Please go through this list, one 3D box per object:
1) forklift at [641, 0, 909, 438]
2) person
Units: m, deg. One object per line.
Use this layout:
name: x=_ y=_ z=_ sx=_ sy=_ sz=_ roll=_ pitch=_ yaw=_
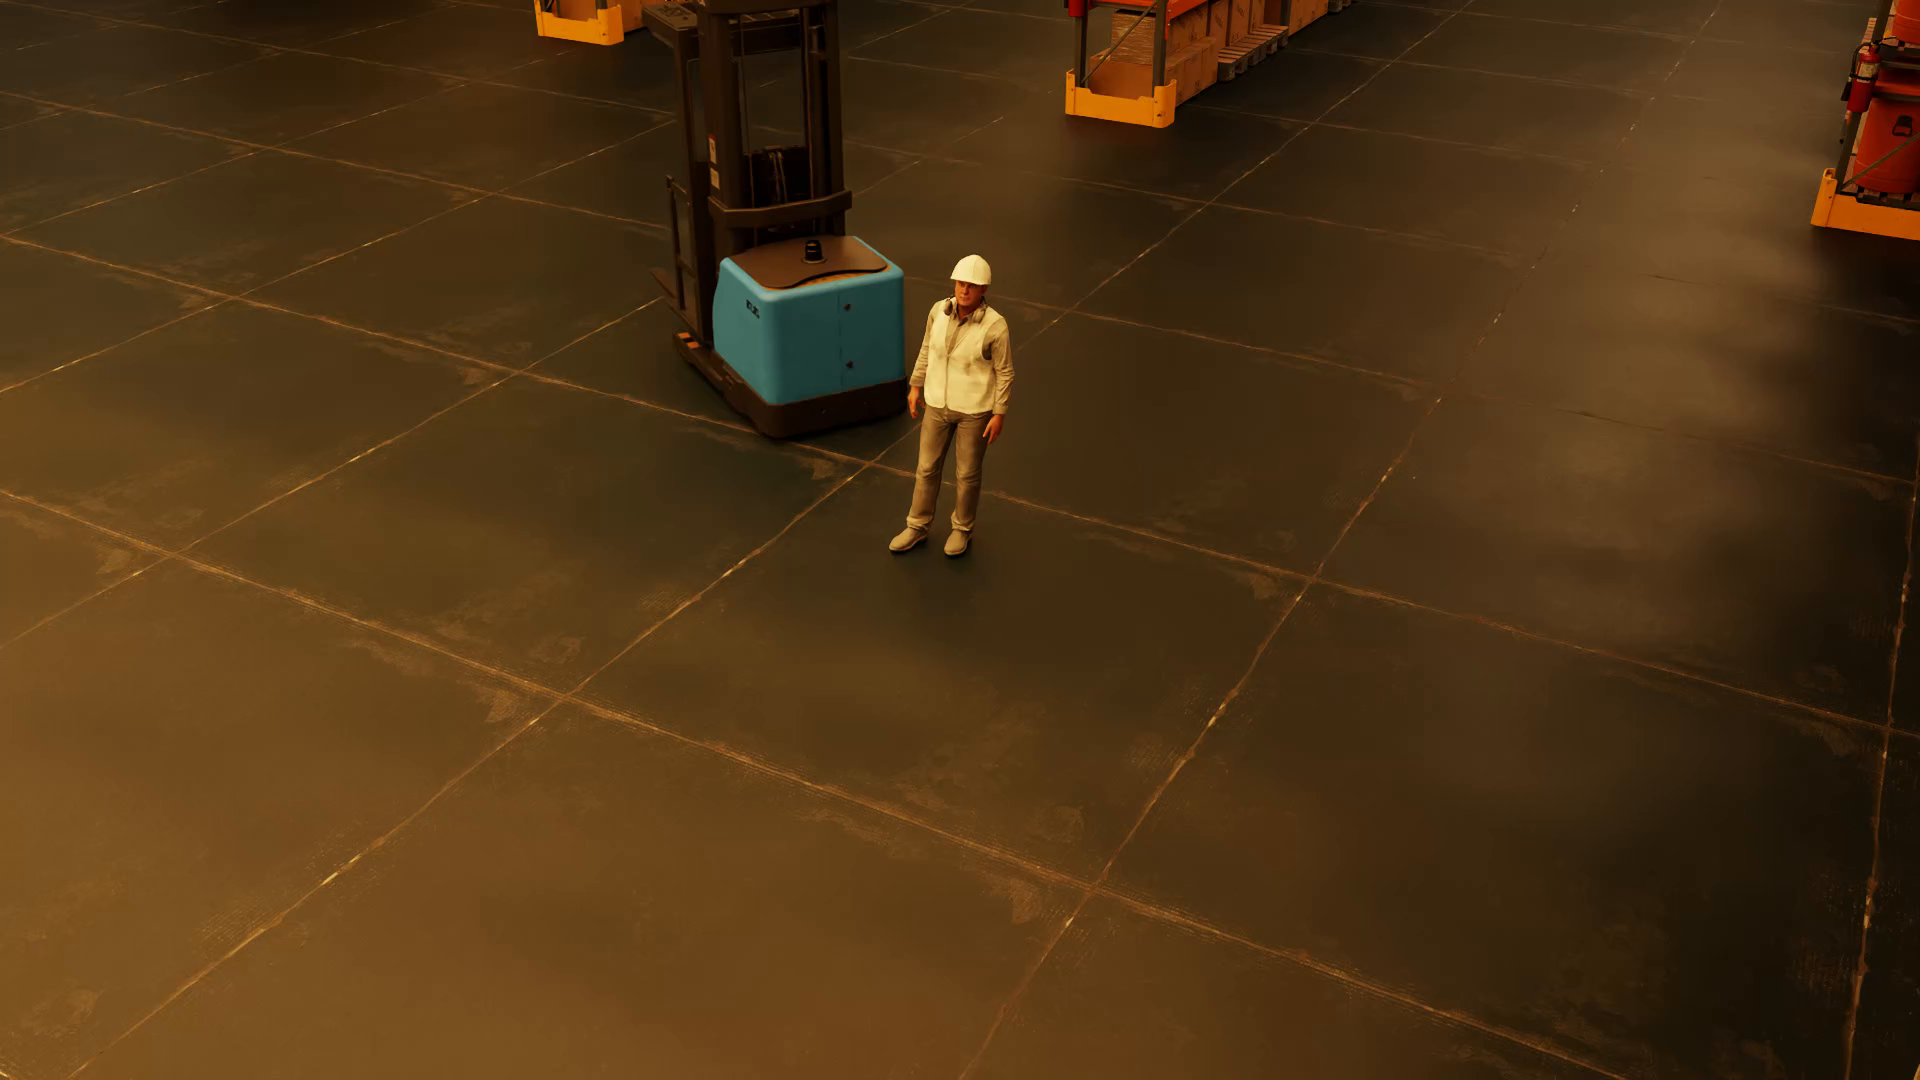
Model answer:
forklift: x=-1.484 y=-2.657 z=11.674 sx=1.130 sy=2.935 sz=3.031 roll=-15 pitch=33 yaw=-24
person: x=-0.037 y=-0.750 z=9.512 sx=0.632 sy=1.773 sz=0.568 roll=15 pitch=33 yaw=25
